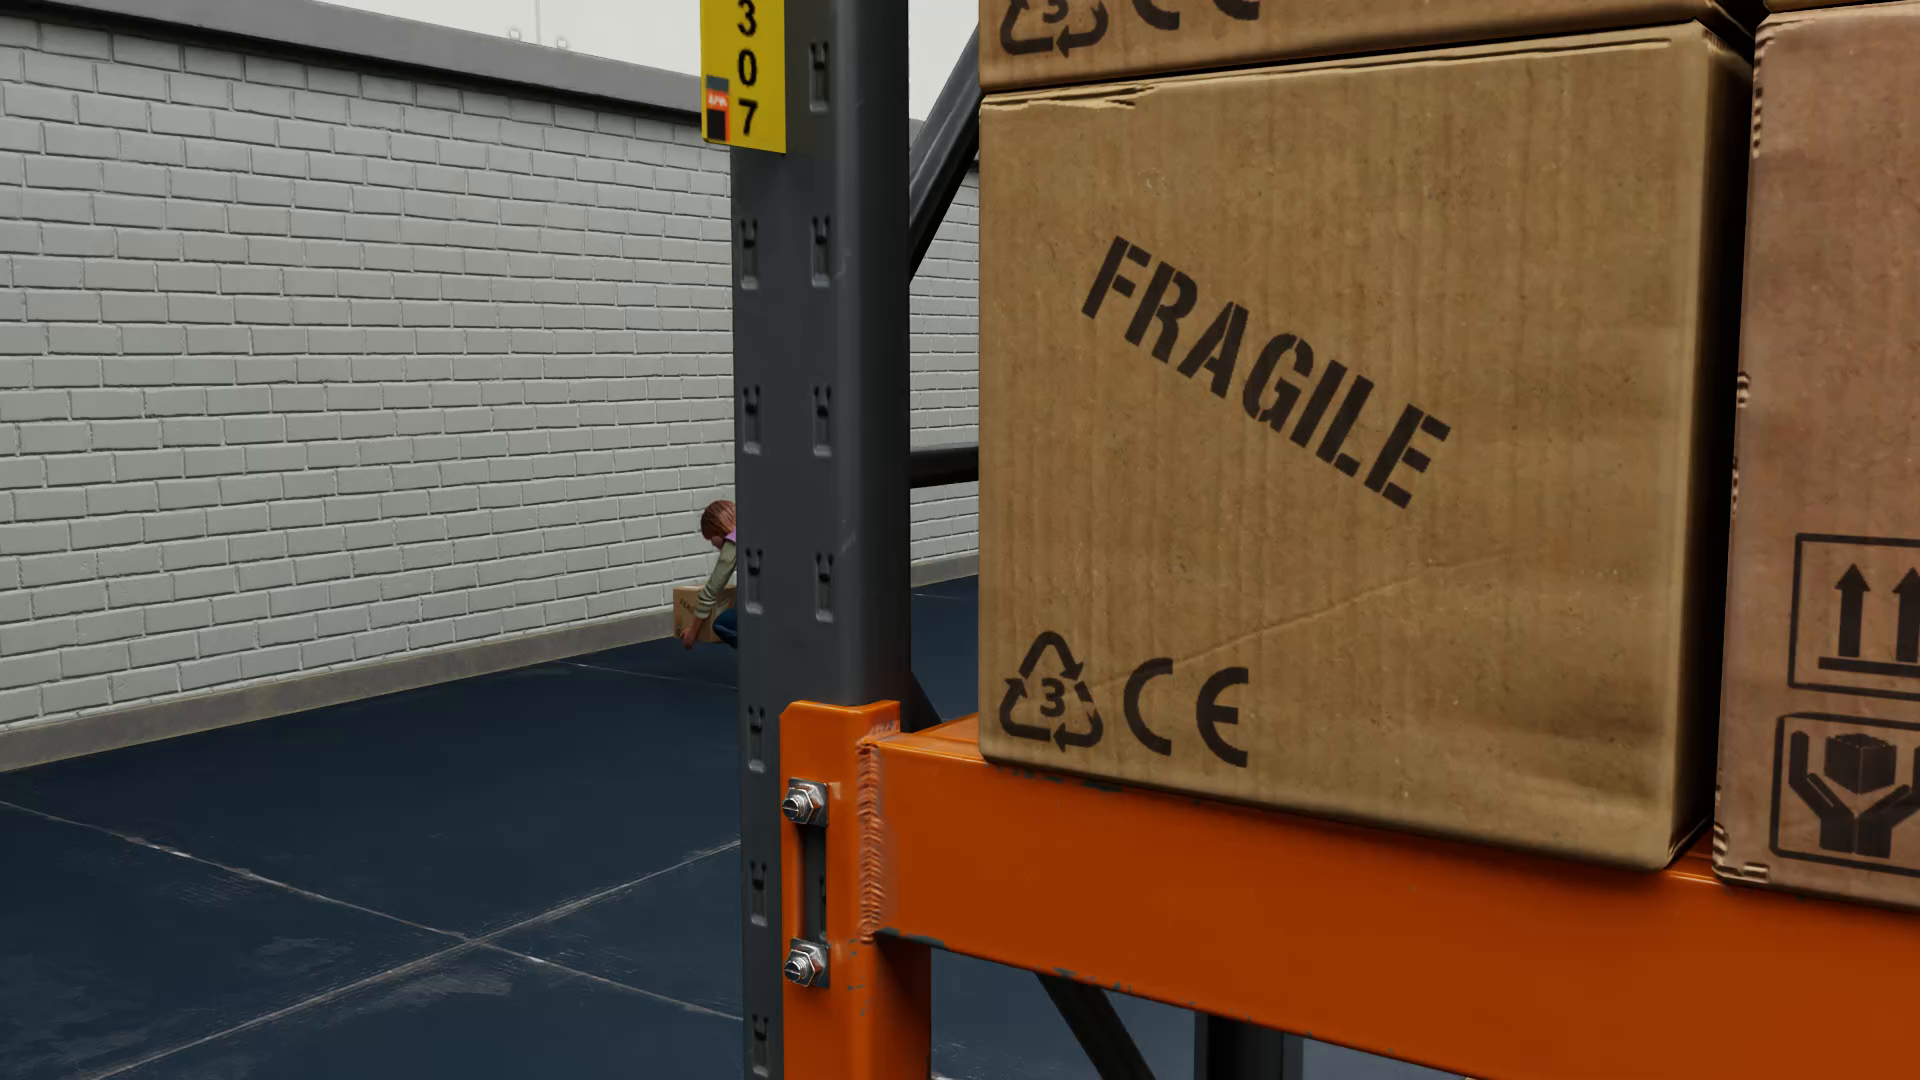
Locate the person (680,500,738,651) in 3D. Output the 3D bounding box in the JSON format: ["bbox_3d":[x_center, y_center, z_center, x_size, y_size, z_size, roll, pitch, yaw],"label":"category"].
[{"bbox_3d":[-0.963,0.268,8.041,0.804,0.881,0.450,4,8,33],"label":"person"}]
